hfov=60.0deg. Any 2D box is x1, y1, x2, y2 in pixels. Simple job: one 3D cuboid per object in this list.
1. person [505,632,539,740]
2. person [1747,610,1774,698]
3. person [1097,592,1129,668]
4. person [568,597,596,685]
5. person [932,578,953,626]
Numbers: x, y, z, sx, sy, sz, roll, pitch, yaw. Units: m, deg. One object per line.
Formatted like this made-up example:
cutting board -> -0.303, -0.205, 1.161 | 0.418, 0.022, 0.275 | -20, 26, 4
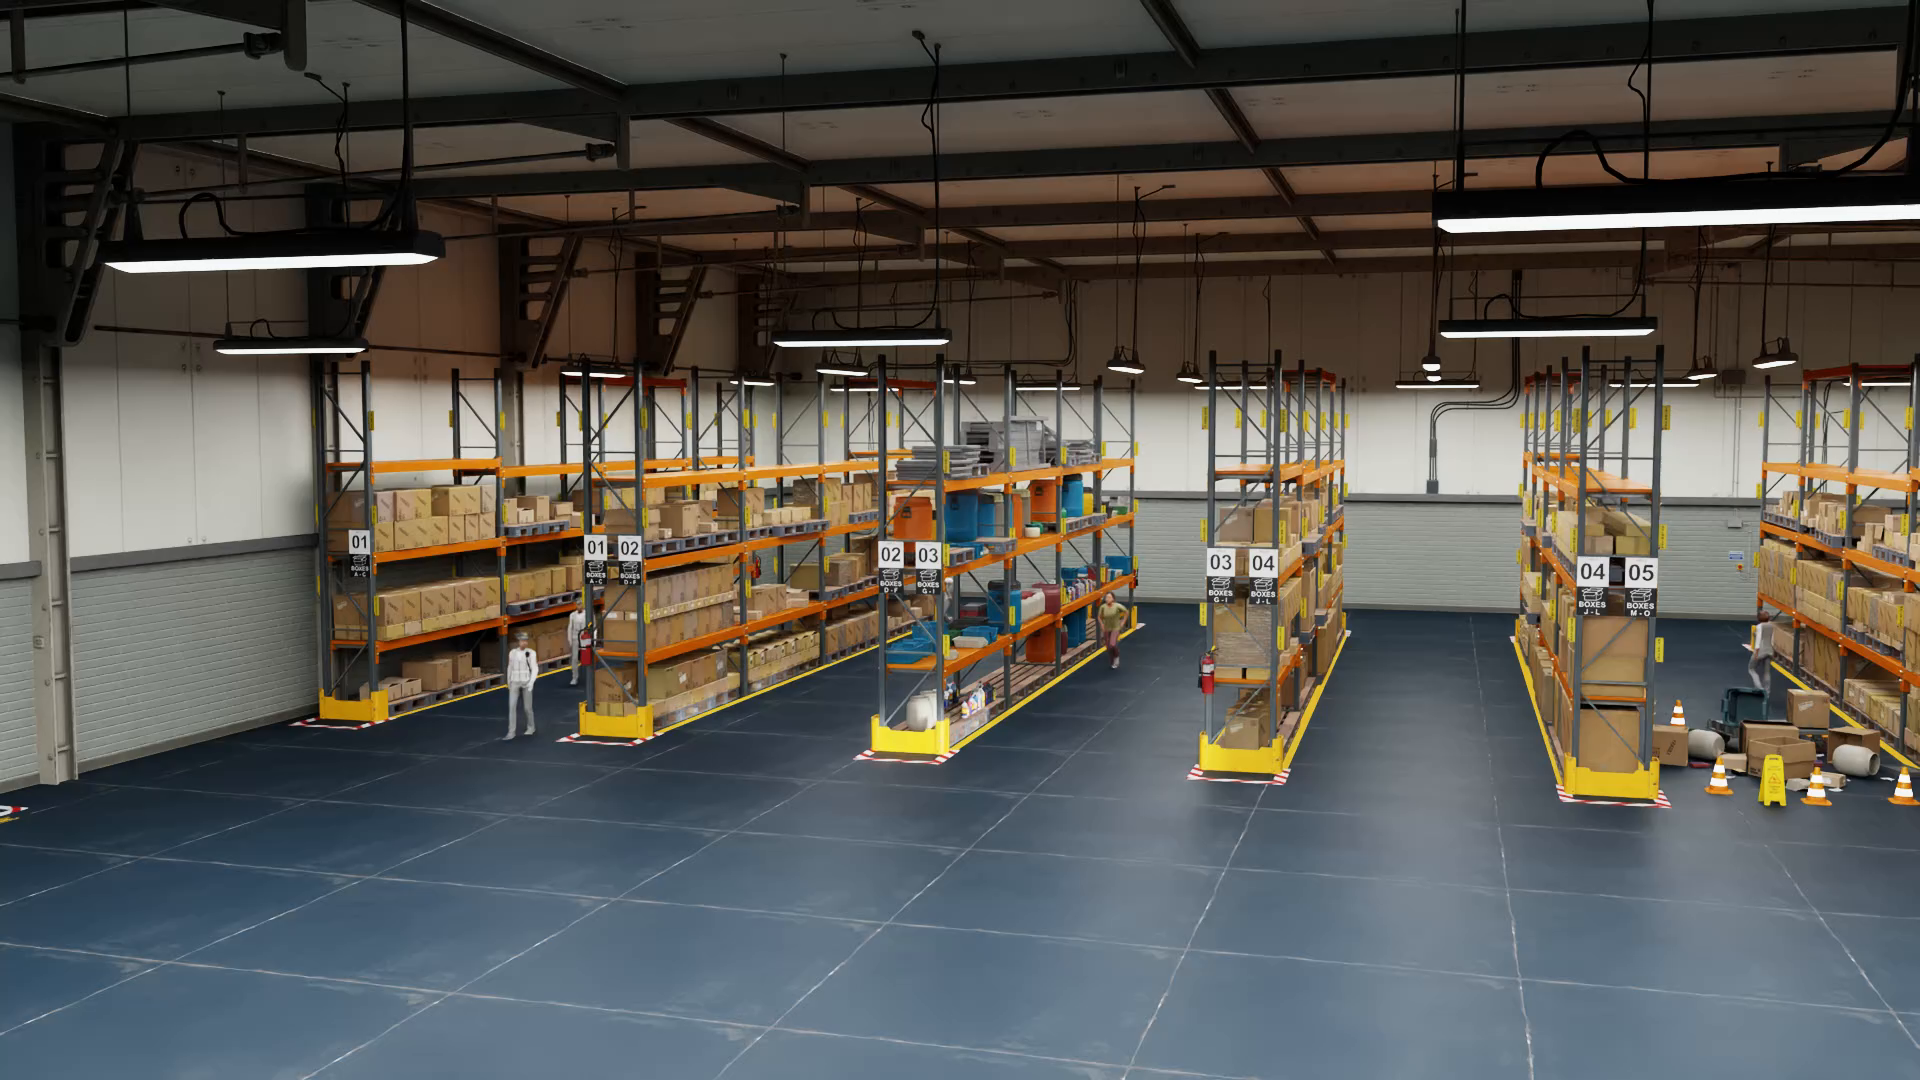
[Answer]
person -> -6.970, 2.311, 26.389 | 0.515, 1.673, 0.740 | 0, 4, -3
person -> 14.478, 2.070, 29.977 | 0.446, 1.612, 0.372 | -1, 4, -20
person -> 3.103, 1.814, 33.613 | 0.610, 1.582, 0.687 | 2, 4, 24
person -> -7.208, 1.892, 31.743 | 0.572, 1.637, 1.004 | 0, 4, 1
person -> -0.375, 1.415, 39.073 | 0.578, 1.602, 0.738 | 2, 5, 25
